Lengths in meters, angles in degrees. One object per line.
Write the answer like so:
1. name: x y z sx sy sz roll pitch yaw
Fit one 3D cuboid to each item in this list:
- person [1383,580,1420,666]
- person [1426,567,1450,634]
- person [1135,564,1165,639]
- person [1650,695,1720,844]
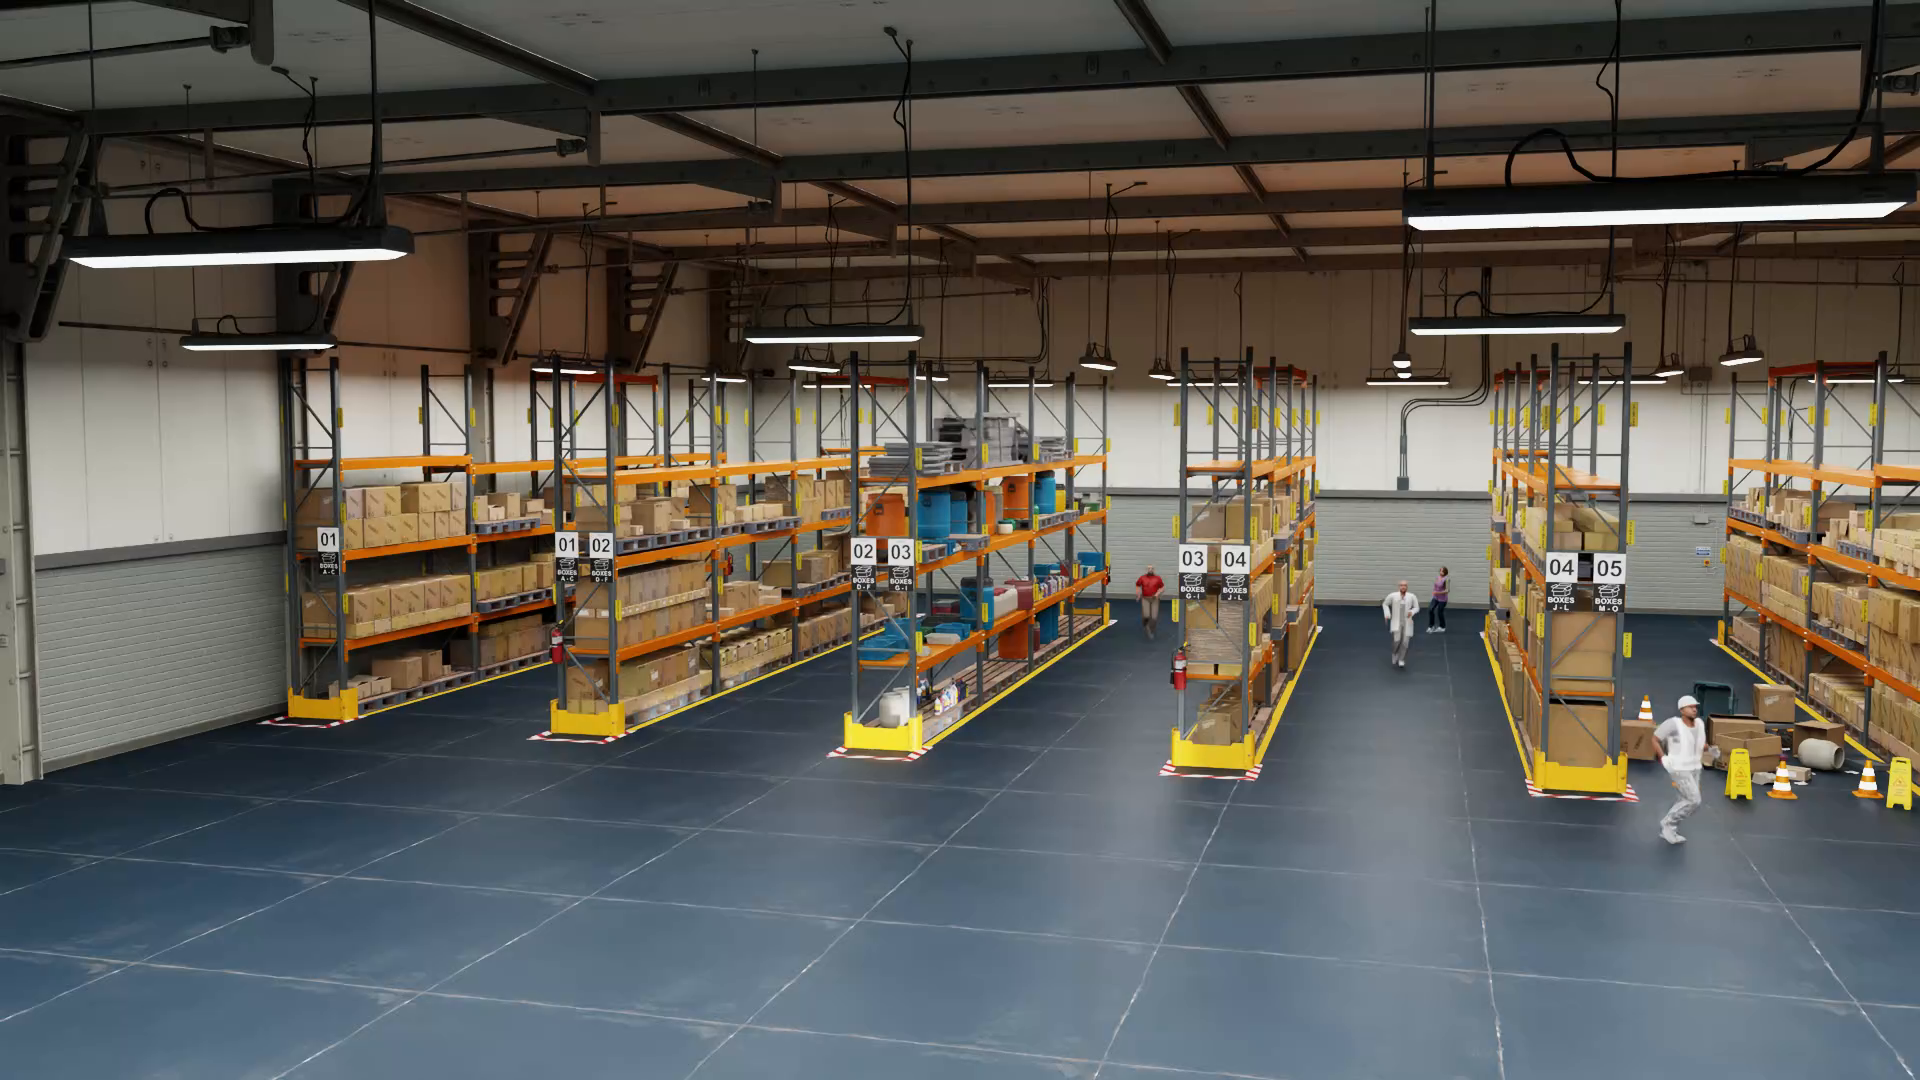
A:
1. person: 8.849 1.678 33.313 0.704 1.734 0.653 1 4 9
2. person: 11.113 1.410 38.449 0.628 1.586 0.556 -3 5 -35
3. person: 4.313 1.399 37.707 0.667 1.688 0.602 0 4 2
4. person: 8.526 2.692 19.440 0.656 1.752 0.637 -2 5 -28
